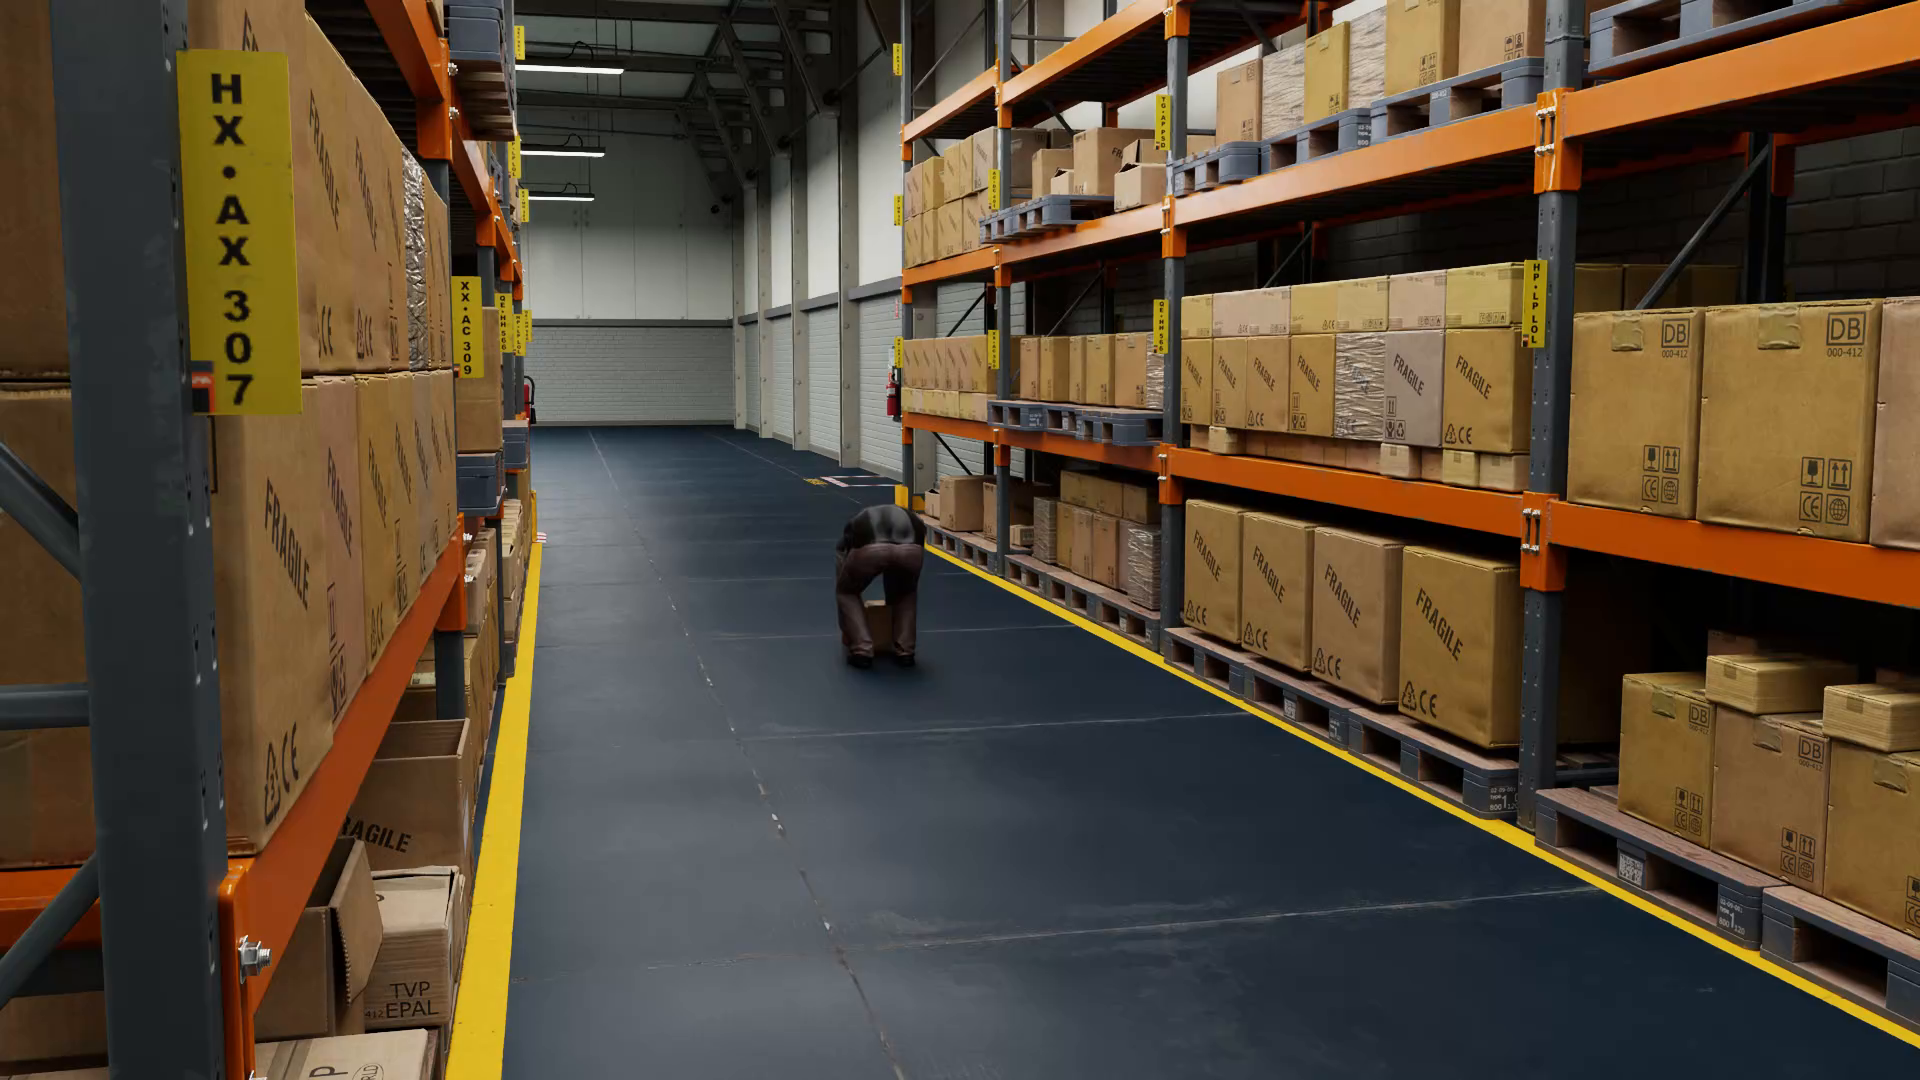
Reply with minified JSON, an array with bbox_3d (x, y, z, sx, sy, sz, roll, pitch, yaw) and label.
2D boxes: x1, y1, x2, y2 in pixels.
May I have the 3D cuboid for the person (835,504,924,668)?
[{"bbox_3d":[-0.521,0.253,10.208,0.511,0.973,0.944,-2,6,-16],"label":"person"}]
